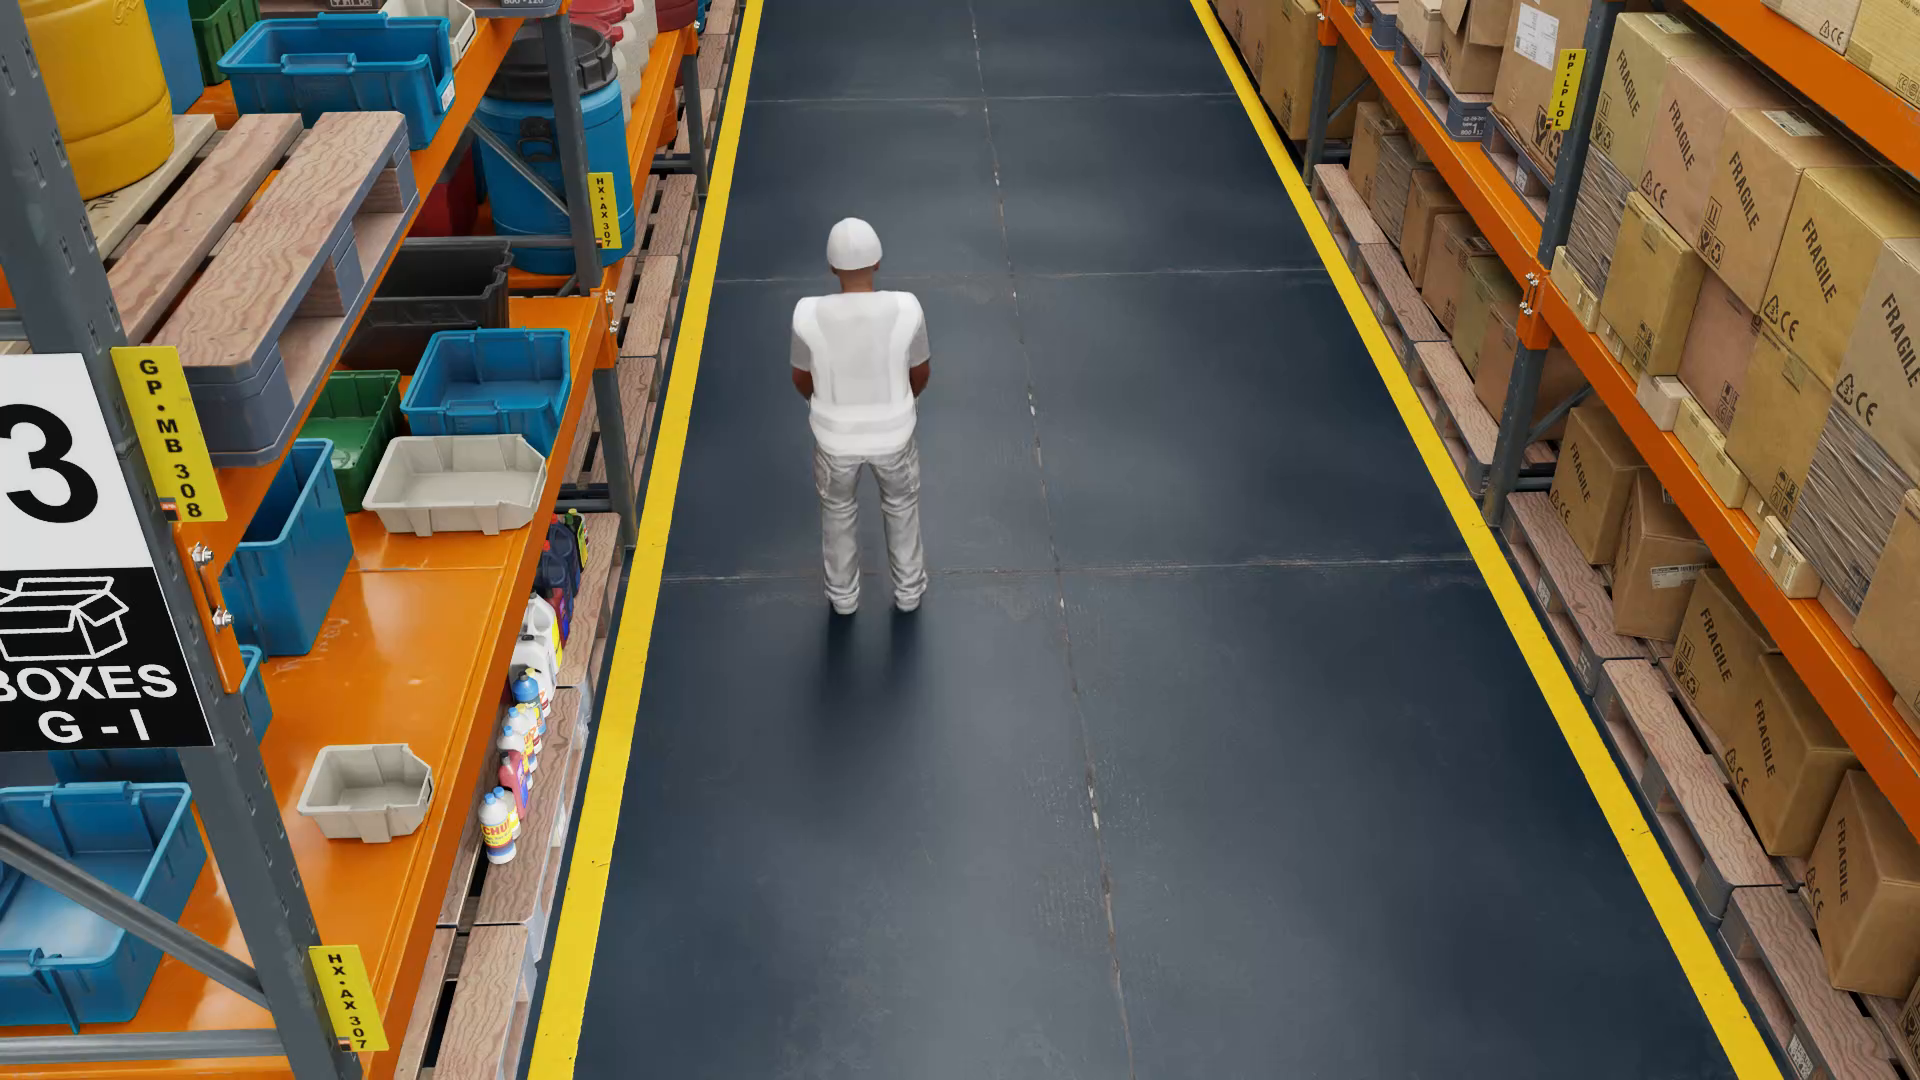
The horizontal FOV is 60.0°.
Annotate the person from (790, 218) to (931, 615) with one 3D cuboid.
[{"bbox_3d":[-0.398,-0.481,6.815,0.557,1.786,0.456,-2,35,-3],"label":"person"}]
